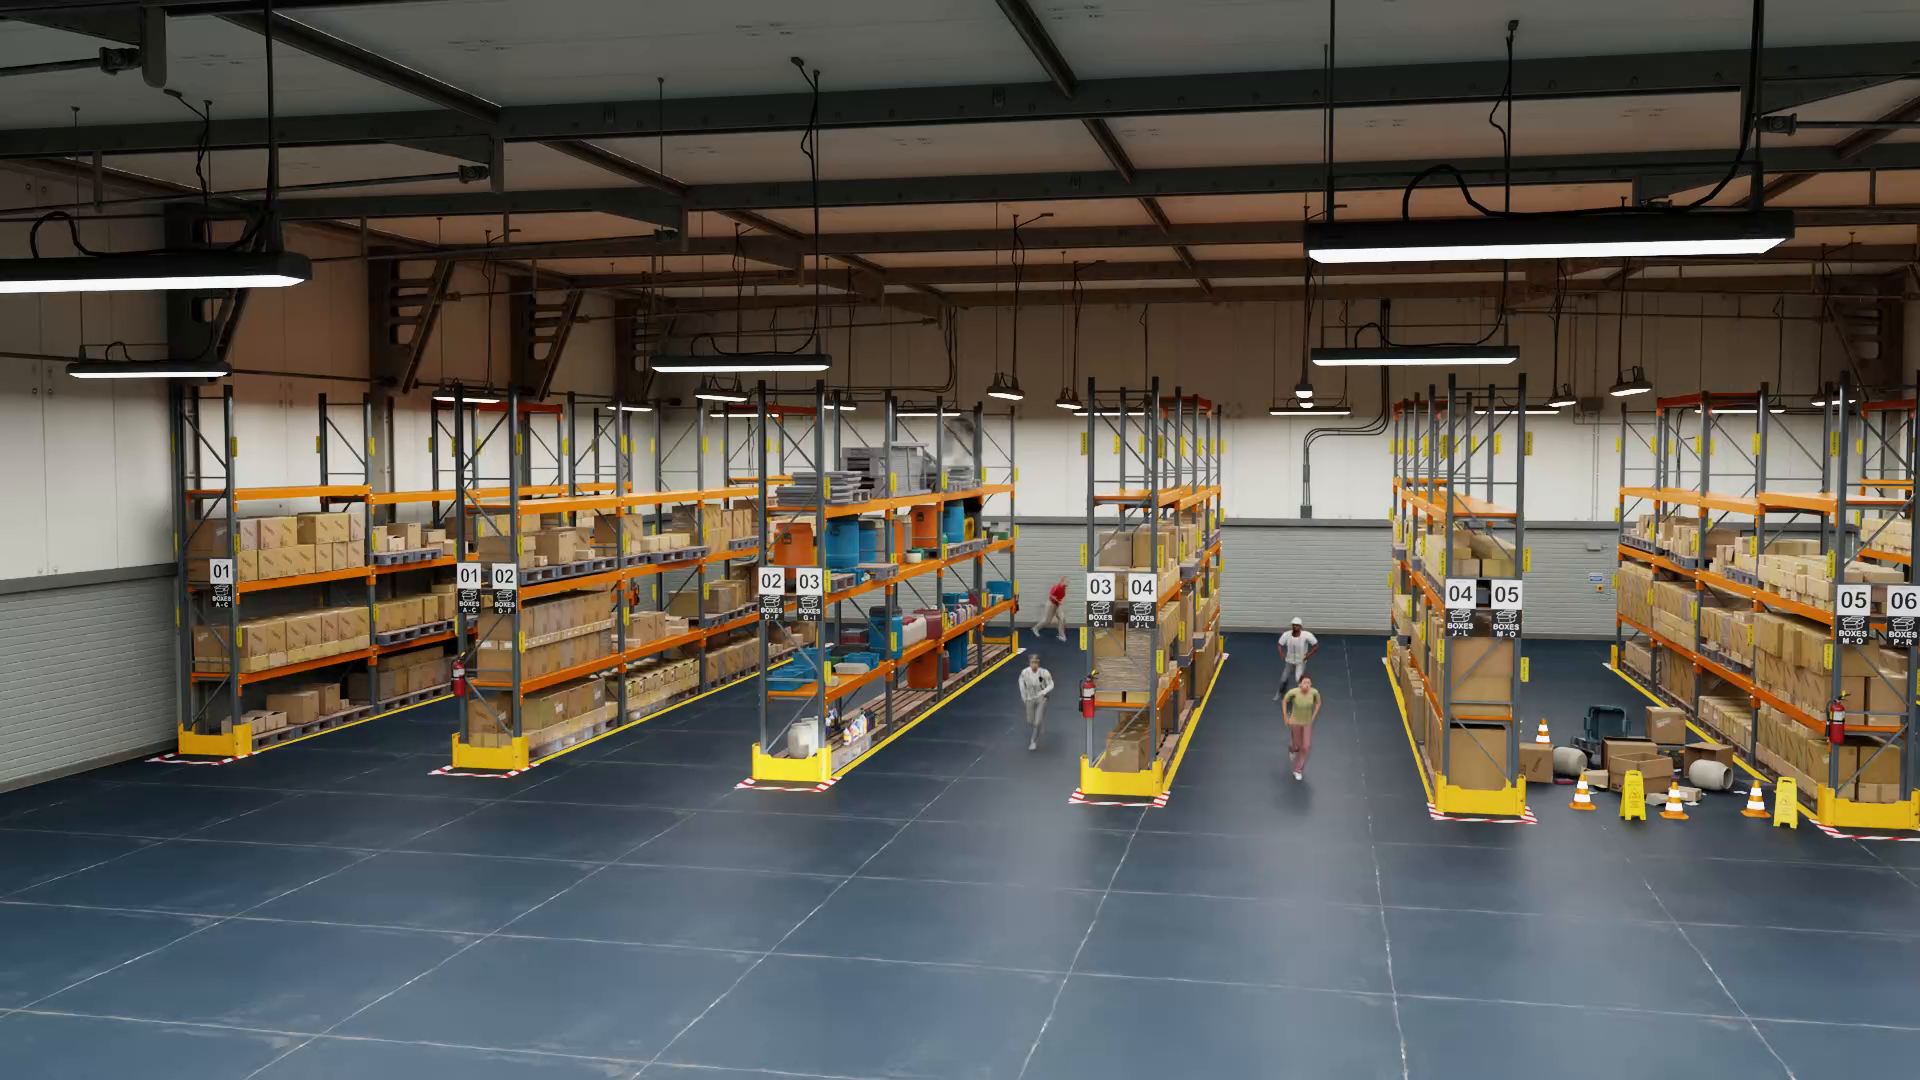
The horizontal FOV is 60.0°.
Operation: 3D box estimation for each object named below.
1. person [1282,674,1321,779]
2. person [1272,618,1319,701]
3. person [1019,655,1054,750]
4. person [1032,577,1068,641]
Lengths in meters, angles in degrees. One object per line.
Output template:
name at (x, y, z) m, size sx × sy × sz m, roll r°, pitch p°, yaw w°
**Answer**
person at (5.183, 2.808, 25.338) m, size 0.577 × 1.610 × 0.790 m, roll 0°, pitch 3°, yaw -7°
person at (6.426, 2.359, 32.014) m, size 0.919 × 1.758 × 0.749 m, roll 1°, pitch 4°, yaw 25°
person at (1.264, 2.673, 27.582) m, size 0.608 × 1.619 × 0.690 m, roll 1°, pitch 3°, yaw 9°
person at (2.361, 1.790, 43.214) m, size 1.019 × 1.694 × 0.702 m, roll 2°, pitch 4°, yaw 25°
